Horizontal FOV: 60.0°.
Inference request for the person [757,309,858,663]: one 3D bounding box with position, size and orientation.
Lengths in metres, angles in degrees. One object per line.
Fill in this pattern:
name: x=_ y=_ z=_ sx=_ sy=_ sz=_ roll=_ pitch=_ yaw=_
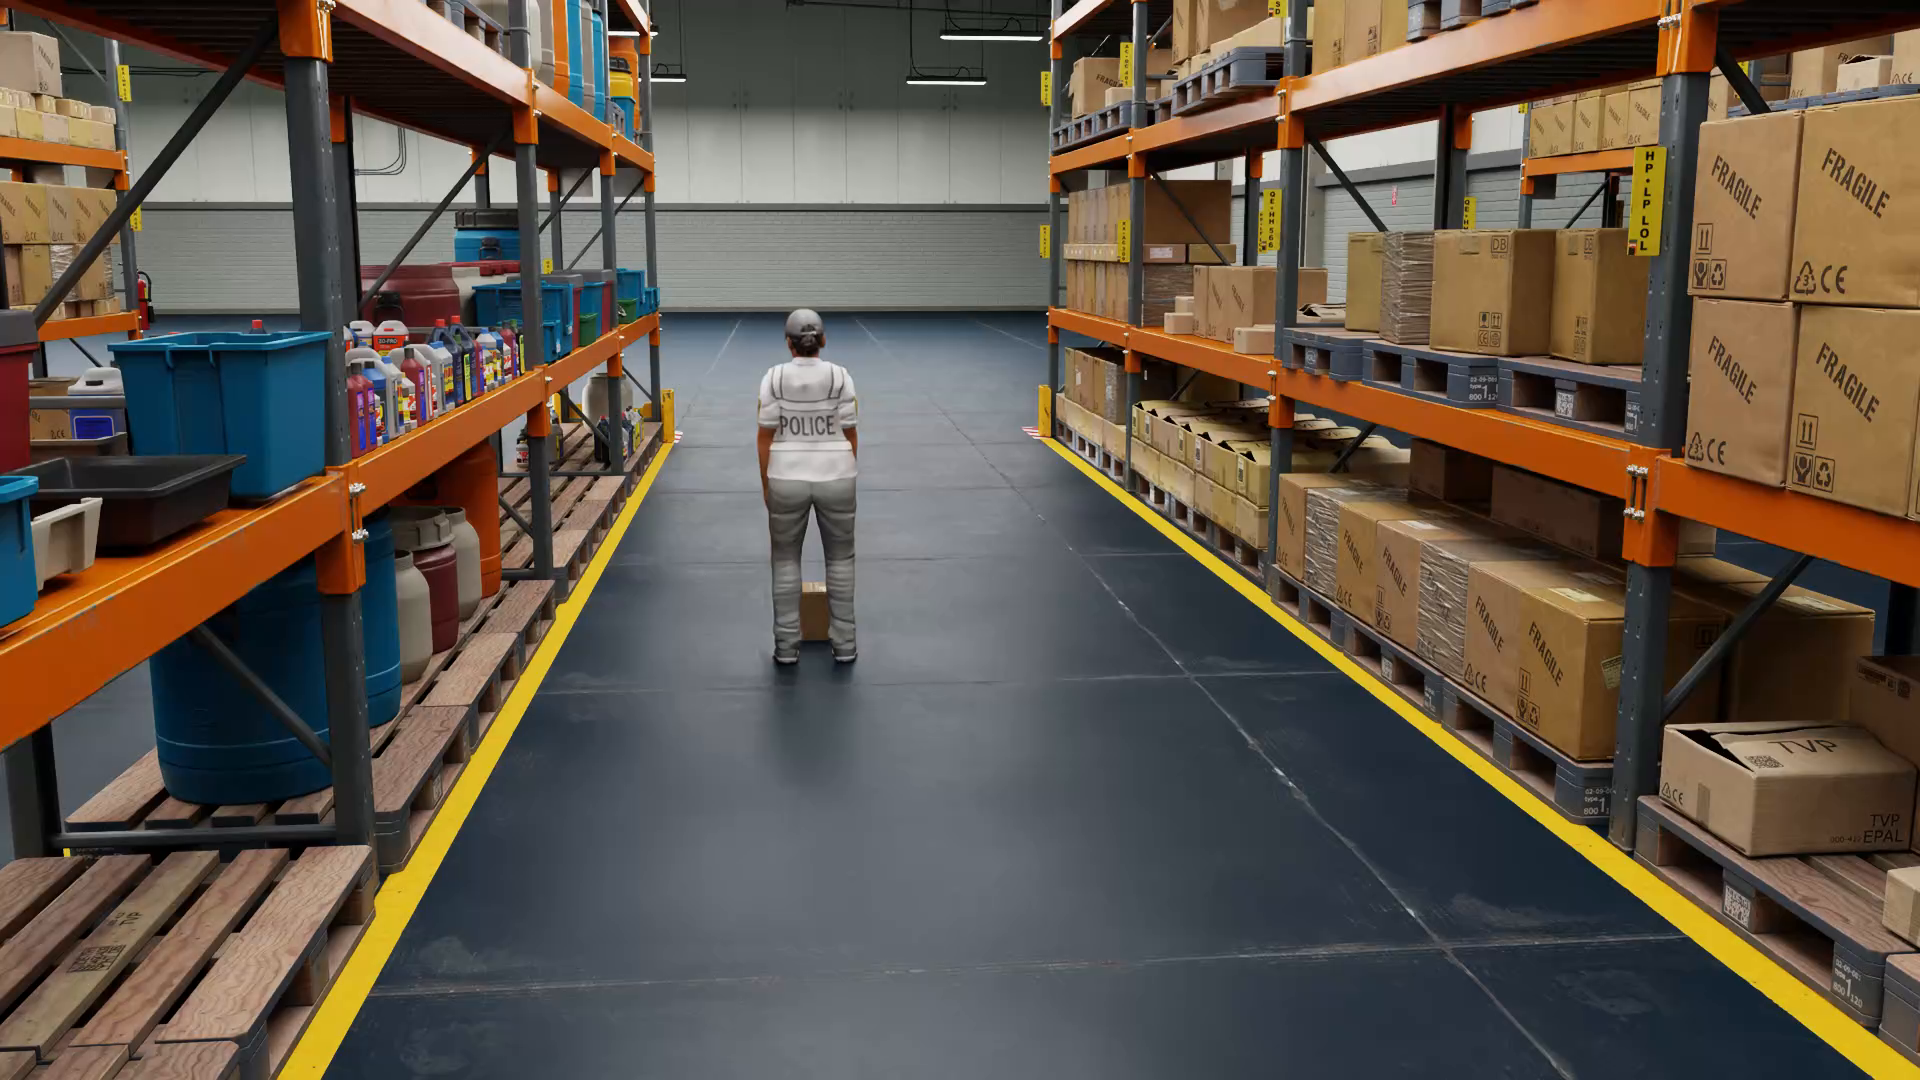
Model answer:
person: x=-0.714 y=-0.248 z=7.814 sx=0.469 sy=1.659 sz=0.390 roll=-1 pitch=10 yaw=-5
